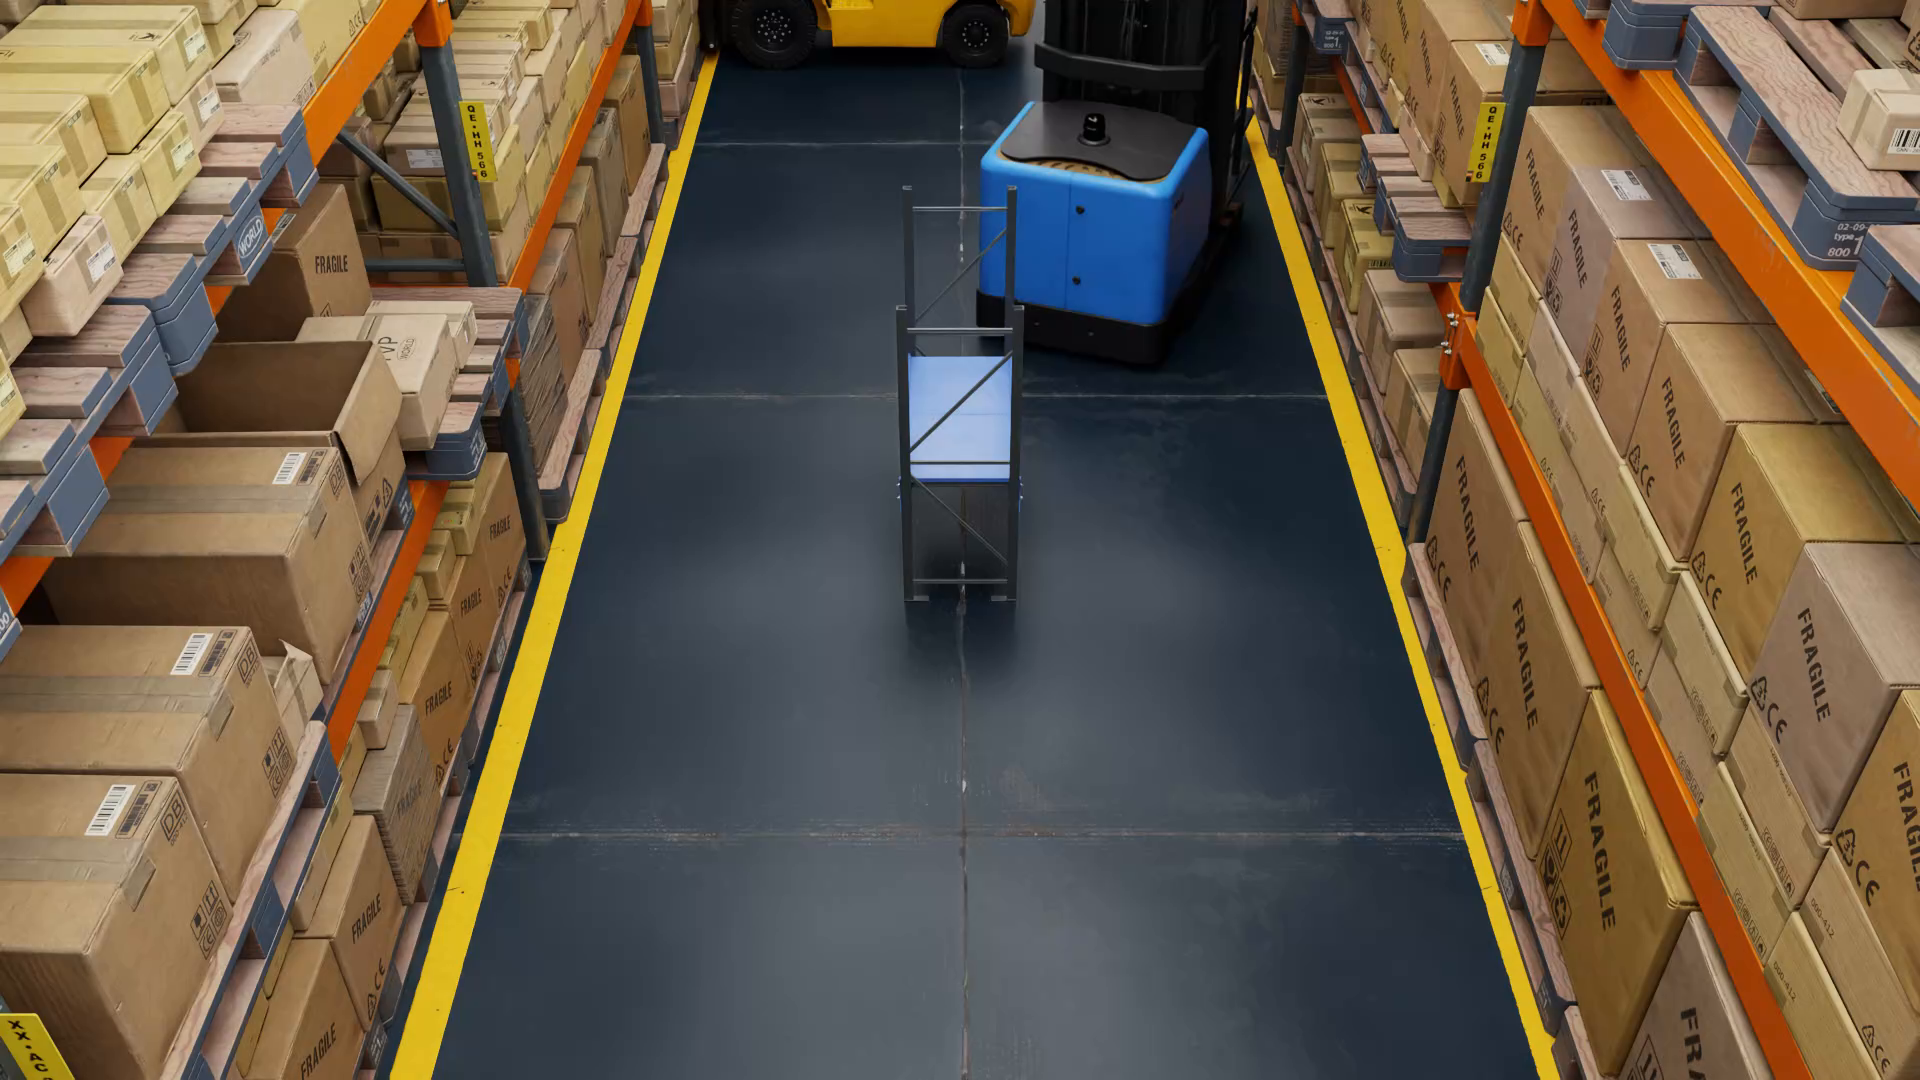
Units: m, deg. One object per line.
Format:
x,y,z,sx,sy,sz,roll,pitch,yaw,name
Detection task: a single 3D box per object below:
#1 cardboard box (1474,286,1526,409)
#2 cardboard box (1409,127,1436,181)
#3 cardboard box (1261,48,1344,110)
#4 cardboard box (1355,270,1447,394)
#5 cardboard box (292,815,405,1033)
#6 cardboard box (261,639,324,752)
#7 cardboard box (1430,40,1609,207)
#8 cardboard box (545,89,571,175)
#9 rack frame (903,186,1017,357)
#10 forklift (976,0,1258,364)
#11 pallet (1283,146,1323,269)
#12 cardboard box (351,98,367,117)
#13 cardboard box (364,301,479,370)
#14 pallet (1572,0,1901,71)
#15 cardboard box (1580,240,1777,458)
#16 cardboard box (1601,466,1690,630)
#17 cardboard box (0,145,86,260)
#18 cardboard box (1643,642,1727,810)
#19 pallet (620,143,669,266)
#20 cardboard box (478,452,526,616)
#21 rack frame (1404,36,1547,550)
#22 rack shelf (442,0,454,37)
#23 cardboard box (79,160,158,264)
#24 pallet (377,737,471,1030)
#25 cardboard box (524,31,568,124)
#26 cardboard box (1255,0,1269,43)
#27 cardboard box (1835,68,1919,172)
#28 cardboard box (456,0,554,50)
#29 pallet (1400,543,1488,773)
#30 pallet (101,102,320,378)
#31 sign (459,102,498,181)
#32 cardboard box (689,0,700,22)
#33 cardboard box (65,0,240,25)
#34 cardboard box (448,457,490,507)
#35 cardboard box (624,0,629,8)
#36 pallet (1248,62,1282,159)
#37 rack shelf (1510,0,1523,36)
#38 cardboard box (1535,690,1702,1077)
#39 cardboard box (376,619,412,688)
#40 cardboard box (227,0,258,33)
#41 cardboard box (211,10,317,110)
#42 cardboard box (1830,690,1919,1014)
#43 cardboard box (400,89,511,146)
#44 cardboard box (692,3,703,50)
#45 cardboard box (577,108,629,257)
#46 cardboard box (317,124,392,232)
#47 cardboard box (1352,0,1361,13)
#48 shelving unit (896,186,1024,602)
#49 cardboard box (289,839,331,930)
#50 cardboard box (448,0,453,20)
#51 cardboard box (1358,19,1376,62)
2.314,-0.747,6.403,0.500,0.250,0.500,-1,39,-1,cardboard box
2.211,-1.707,7.347,0.380,0.149,0.250,0,39,0,cardboard box
2.291,-3.073,11.049,0.500,0.250,0.500,2,39,2,cardboard box
2.565,-1.065,8.445,0.950,0.372,0.625,-1,39,-1,cardboard box
-2.176,1.260,5.443,0.500,0.500,0.500,-1,39,-1,cardboard box
-2.012,0.415,4.605,0.396,0.266,0.258,2,39,2,cardboard box
2.286,-1.715,6.837,0.500,0.500,0.500,-1,39,-1,cardboard box
-2.158,-1.961,7.919,0.500,0.250,0.500,-1,39,-2,cardboard box
-0.001,-0.956,7.744,0.500,1.500,0.032,0,39,0,rack frame
1.082,-2.997,9.147,1.130,2.935,3.031,13,41,16,forklift
2.563,-2.038,10.124,1.003,0.211,1.213,0,39,0,pallet
-2.714,-1.765,6.955,0.380,0.149,0.250,1,39,1,cardboard box
-2.014,-0.761,6.166,0.380,0.149,0.250,1,39,1,cardboard box
2.619,-1.806,5.357,1.213,0.211,1.003,2,39,2,pallet
2.316,-0.598,5.218,0.500,0.500,0.500,1,39,1,cardboard box
2.294,0.021,5.045,0.500,0.250,0.500,1,39,1,cardboard box
-2.012,-0.669,3.335,0.380,0.149,0.250,-1,39,-1,cardboard box
2.336,0.534,4.805,0.500,0.250,0.500,-1,39,-1,cardboard box
-2.364,-2.058,10.149,1.003,0.211,1.213,0,39,0,pallet
-2.183,-0.030,7.052,0.500,0.500,0.500,1,39,1,cardboard box
2.565,-1.111,6.738,1.000,3.000,0.127,0,39,0,rack frame
-2.401,-3.246,7.579,1.077,0.370,4.000,0,39,0,rack shelf
-2.000,-0.705,3.618,0.380,0.149,0.250,0,39,-1,cardboard box
-2.437,1.211,6.071,1.003,0.211,1.213,0,39,0,pallet
-2.137,-2.160,7.767,0.500,0.250,0.500,-1,39,-1,cardboard box
2.289,-3.684,11.212,0.500,0.500,0.500,1,39,1,cardboard box
2.417,-1.036,4.096,0.380,0.166,0.250,3,39,4,cardboard box
-2.117,-2.404,7.753,0.380,0.149,0.250,1,39,1,cardboard box
2.490,0.470,6.995,1.003,0.211,1.213,0,39,0,pallet
-2.329,-0.758,4.049,1.213,0.211,1.003,0,39,0,pallet
-1.856,-1.533,6.401,0.100,0.325,0.005,0,39,0,sign
-2.087,-3.825,11.588,0.500,0.250,0.500,0,39,0,cardboard box
-2.101,-1.463,4.342,0.380,0.149,0.250,0,39,0,cardboard box
-2.145,-0.238,6.793,0.380,0.149,0.250,-2,39,-2,cardboard box
-2.141,-3.233,9.506,0.500,0.250,0.500,1,39,1,cardboard box
2.524,-2.945,11.256,1.003,0.211,1.213,0,39,0,pallet
2.563,-3.252,7.586,1.077,0.370,4.000,0,39,0,rack shelf
2.480,1.103,5.339,0.875,0.875,0.875,1,39,1,cardboard box
-2.202,0.418,5.974,0.380,0.149,0.250,-1,39,-1,cardboard box
-2.208,-1.514,4.643,0.380,0.149,0.250,0,39,0,cardboard box
-2.153,-1.270,4.657,0.500,0.250,0.500,0,39,0,cardboard box
2.318,0.682,3.621,0.500,0.500,0.500,1,39,1,cardboard box
-2.106,-1.764,6.954,0.380,0.149,0.250,1,39,1,cardboard box
-2.105,-3.639,11.756,0.500,0.250,0.500,1,39,1,cardboard box
-2.398,-2.033,9.451,0.875,0.625,0.625,0,39,0,cardboard box
-2.677,-1.523,6.972,0.500,0.250,0.500,1,39,1,cardboard box
2.262,-3.016,8.461,0.500,0.500,0.500,0,39,0,cardboard box
0.000,-0.639,7.348,0.538,1.500,1.048,0,39,0,shelving unit
-2.195,1.068,5.163,0.380,0.149,0.250,0,39,0,cardboard box
-2.623,-2.561,7.949,0.380,0.149,0.250,1,39,1,cardboard box
2.219,-2.518,8.358,0.380,0.149,0.250,1,39,2,cardboard box
